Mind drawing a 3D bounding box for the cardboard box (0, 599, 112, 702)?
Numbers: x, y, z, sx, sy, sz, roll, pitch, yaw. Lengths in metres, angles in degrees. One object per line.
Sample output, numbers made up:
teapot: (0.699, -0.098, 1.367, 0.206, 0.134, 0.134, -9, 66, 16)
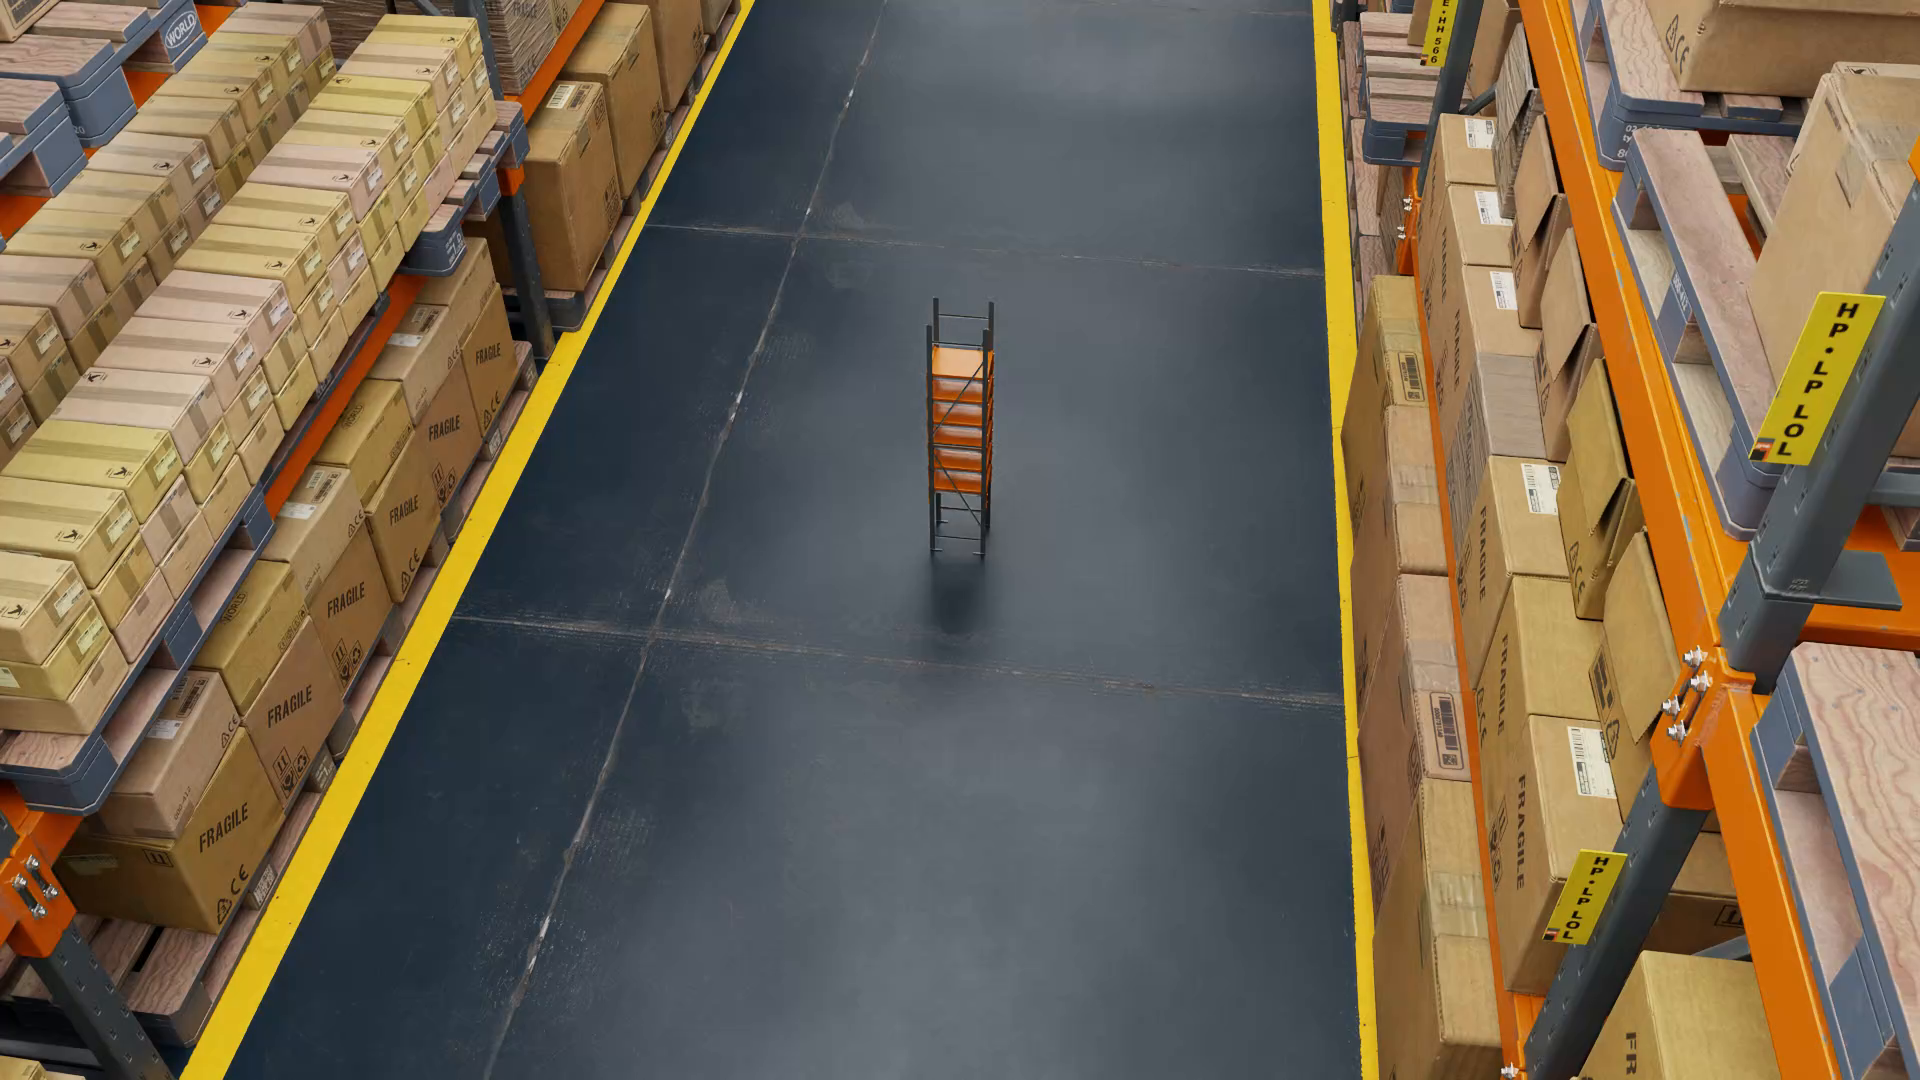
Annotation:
cardboard box: (-2.538, 0.275, 4.461, 0.380, 0.149, 0.250, 6, 44, 6)

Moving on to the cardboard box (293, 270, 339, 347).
cardboard box: (-2.333, -0.791, 5.587, 0.380, 0.149, 0.250, 4, 44, 5)

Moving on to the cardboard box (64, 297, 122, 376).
cardboard box: (-3.018, -0.686, 5.476, 0.380, 0.149, 0.250, 5, 44, 6)

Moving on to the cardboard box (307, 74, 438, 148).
cardboard box: (-2.197, -1.607, 6.232, 0.380, 0.149, 0.250, 6, 44, 7)

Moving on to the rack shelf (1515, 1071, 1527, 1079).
rack shelf: (1.593, 2.815, 2.641, 1.077, 0.370, 4.000, 5, 44, 6)

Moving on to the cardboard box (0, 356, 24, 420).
cardboard box: (-3.081, -0.436, 4.995, 0.380, 0.149, 0.250, 5, 44, 5)

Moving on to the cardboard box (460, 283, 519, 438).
cardboard box: (-2.345, -0.827, 7.477, 0.500, 0.500, 0.500, 5, 44, 5)

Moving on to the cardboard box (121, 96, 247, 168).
cardboard box: (-2.875, -1.504, 6.124, 0.380, 0.149, 0.250, 4, 44, 4)

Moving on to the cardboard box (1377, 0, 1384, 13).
cardboard box: (2.731, -2.774, 9.518, 0.700, 0.500, 0.500, 5, 44, 5)

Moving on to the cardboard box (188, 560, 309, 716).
cardboard box: (-2.618, 0.311, 5.729, 0.500, 0.250, 0.500, 6, 44, 7)

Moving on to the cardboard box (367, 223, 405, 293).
cardboard box: (-2.265, -1.041, 6.067, 0.380, 0.149, 0.250, 3, 44, 4)

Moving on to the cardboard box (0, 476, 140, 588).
cardboard box: (-2.507, -0.023, 4.560, 0.380, 0.149, 0.250, 6, 44, 7)

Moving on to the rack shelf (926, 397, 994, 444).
rack shelf: (0.002, -0.500, 6.818, 0.258, 0.103, 0.180, 5, 44, 6)

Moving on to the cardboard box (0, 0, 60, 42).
cardboard box: (-2.711, -1.649, 4.270, 0.797, 0.503, 0.637, 5, 44, 5)

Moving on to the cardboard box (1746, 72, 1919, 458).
cardboard box: (1.924, -0.483, 3.041, 0.700, 0.500, 0.500, 6, 44, 7)

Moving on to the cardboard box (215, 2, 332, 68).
cardboard box: (-2.770, -2.032, 6.681, 0.380, 0.149, 0.250, 5, 44, 6)

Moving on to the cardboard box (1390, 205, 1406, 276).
cardboard box: (2.455, -1.246, 7.904, 0.700, 0.500, 0.500, 3, 44, 3)

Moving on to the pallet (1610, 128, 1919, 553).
pallet: (1.930, -0.458, 3.532, 0.805, 0.209, 1.217, 4, 44, 4)

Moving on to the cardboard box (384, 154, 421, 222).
cardboard box: (-2.230, -1.314, 6.139, 0.380, 0.149, 0.250, 5, 44, 6)

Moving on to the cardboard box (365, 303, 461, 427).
cardboard box: (-2.403, -0.737, 6.836, 0.500, 0.250, 0.500, 6, 44, 6)

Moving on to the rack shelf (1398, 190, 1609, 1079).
rack shelf: (2.122, 0.089, 5.520, 1.077, 0.370, 4.000, 5, 44, 6)

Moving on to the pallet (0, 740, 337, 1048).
pallet: (-2.944, 1.153, 5.901, 1.003, 0.211, 1.213, 5, 44, 6)

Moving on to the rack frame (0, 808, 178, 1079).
rack frame: (-3.042, 0.671, 4.381, 0.949, 2.616, 0.053, 5, 44, 6)

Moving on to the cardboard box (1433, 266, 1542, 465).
cardboard box: (1.922, -0.564, 5.613, 0.500, 0.500, 0.500, 5, 44, 5)

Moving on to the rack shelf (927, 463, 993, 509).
rack shelf: (0.002, -0.239, 7.066, 0.258, 0.103, 0.180, 5, 44, 6)

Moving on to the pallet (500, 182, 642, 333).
pallet: (-2.338, -1.573, 8.780, 1.003, 0.211, 1.213, 5, 44, 6)

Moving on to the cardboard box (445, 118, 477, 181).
cardboard box: (-2.161, -1.569, 6.625, 0.380, 0.149, 0.250, 5, 44, 5)

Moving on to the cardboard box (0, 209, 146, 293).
cardboard box: (-2.979, -0.969, 5.559, 0.380, 0.149, 0.250, 5, 44, 5)

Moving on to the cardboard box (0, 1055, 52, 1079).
cardboard box: (-2.835, 1.604, 4.732, 0.380, 0.149, 0.250, 6, 44, 7)

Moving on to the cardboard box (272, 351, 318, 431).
cardboard box: (-2.370, -0.507, 5.503, 0.380, 0.149, 0.250, 5, 44, 5)

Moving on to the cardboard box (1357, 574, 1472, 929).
cardboard box: (2.040, 0.763, 5.525, 1.225, 0.875, 0.875, 4, 44, 4)

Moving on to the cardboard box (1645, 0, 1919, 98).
cardboard box: (2.137, -1.420, 4.028, 0.797, 0.503, 0.637, 5, 44, 5)

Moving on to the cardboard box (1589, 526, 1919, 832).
cardboard box: (1.934, 0.354, 3.914, 0.797, 0.503, 0.637, 4, 44, 4)

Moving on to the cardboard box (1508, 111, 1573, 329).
cardboard box: (2.185, -0.995, 5.339, 0.797, 0.503, 0.637, 6, 44, 6)

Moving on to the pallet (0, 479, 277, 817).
pallet: (-2.800, 0.233, 4.984, 1.003, 0.211, 1.213, 5, 44, 6)

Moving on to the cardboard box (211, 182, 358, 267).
cardboard box: (-2.300, -1.075, 5.671, 0.380, 0.149, 0.250, 7, 44, 8)

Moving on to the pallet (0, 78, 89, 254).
pallet: (-2.858, -0.761, 3.849, 1.213, 0.211, 1.003, 5, 44, 6)

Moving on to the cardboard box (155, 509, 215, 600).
cardboard box: (-2.470, 0.024, 4.943, 0.380, 0.149, 0.250, 6, 44, 6)

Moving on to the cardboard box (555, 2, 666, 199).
cardboard box: (-2.235, -2.393, 8.949, 1.050, 0.750, 0.750, 6, 44, 6)

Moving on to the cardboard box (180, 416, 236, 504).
cardboard box: (-2.438, -0.255, 5.021, 0.380, 0.149, 0.250, 4, 44, 4)

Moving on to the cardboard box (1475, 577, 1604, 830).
cardboard box: (1.721, 0.474, 4.517, 0.500, 0.500, 0.500, 7, 44, 7)

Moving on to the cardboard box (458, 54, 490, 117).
cardboard box: (-2.131, -1.846, 6.701, 0.380, 0.149, 0.250, 6, 44, 6)

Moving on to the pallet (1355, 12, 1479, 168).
pallet: (2.375, -1.961, 7.301, 1.213, 0.211, 1.003, 5, 44, 6)

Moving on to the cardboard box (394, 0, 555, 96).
cardboard box: (-2.190, -2.373, 7.524, 0.500, 0.500, 0.500, 6, 44, 6)

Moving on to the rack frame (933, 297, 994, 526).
rack frame: (0.014, -0.508, 6.936, 0.240, 1.200, 0.006, 5, 44, 6)

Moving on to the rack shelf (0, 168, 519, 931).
rack shelf: (-2.781, -0.431, 6.069, 1.077, 0.370, 4.000, 5, 44, 6)

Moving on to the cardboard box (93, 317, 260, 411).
cardboard box: (-2.402, -0.542, 5.108, 0.380, 0.149, 0.250, 5, 44, 5)

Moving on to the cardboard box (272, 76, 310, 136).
cardboard box: (-2.813, -1.728, 6.576, 0.380, 0.149, 0.250, 7, 44, 8)

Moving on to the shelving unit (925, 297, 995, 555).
shelving unit: (0.002, -0.446, 6.870, 0.258, 1.200, 0.189, 5, 44, 6)

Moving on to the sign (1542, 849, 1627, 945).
sign: (1.318, 0.756, 3.507, 0.100, 0.325, 0.005, 5, 44, 6)

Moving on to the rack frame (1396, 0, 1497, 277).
rack frame: (2.386, -1.535, 6.712, 1.000, 3.000, 0.127, 5, 44, 6)

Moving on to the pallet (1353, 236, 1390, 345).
pallet: (2.491, -1.055, 8.233, 1.003, 0.211, 1.213, 5, 44, 6)

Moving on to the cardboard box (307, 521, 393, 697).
cardboard box: (-2.561, 0.228, 6.363, 0.500, 0.500, 0.500, 6, 44, 6)

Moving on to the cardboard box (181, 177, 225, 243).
cardboard box: (-2.912, -1.204, 6.023, 0.380, 0.149, 0.250, 5, 44, 6)

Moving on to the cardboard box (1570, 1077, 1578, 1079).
cardboard box: (1.536, 1.434, 3.469, 0.500, 0.250, 0.500, 5, 44, 5)
